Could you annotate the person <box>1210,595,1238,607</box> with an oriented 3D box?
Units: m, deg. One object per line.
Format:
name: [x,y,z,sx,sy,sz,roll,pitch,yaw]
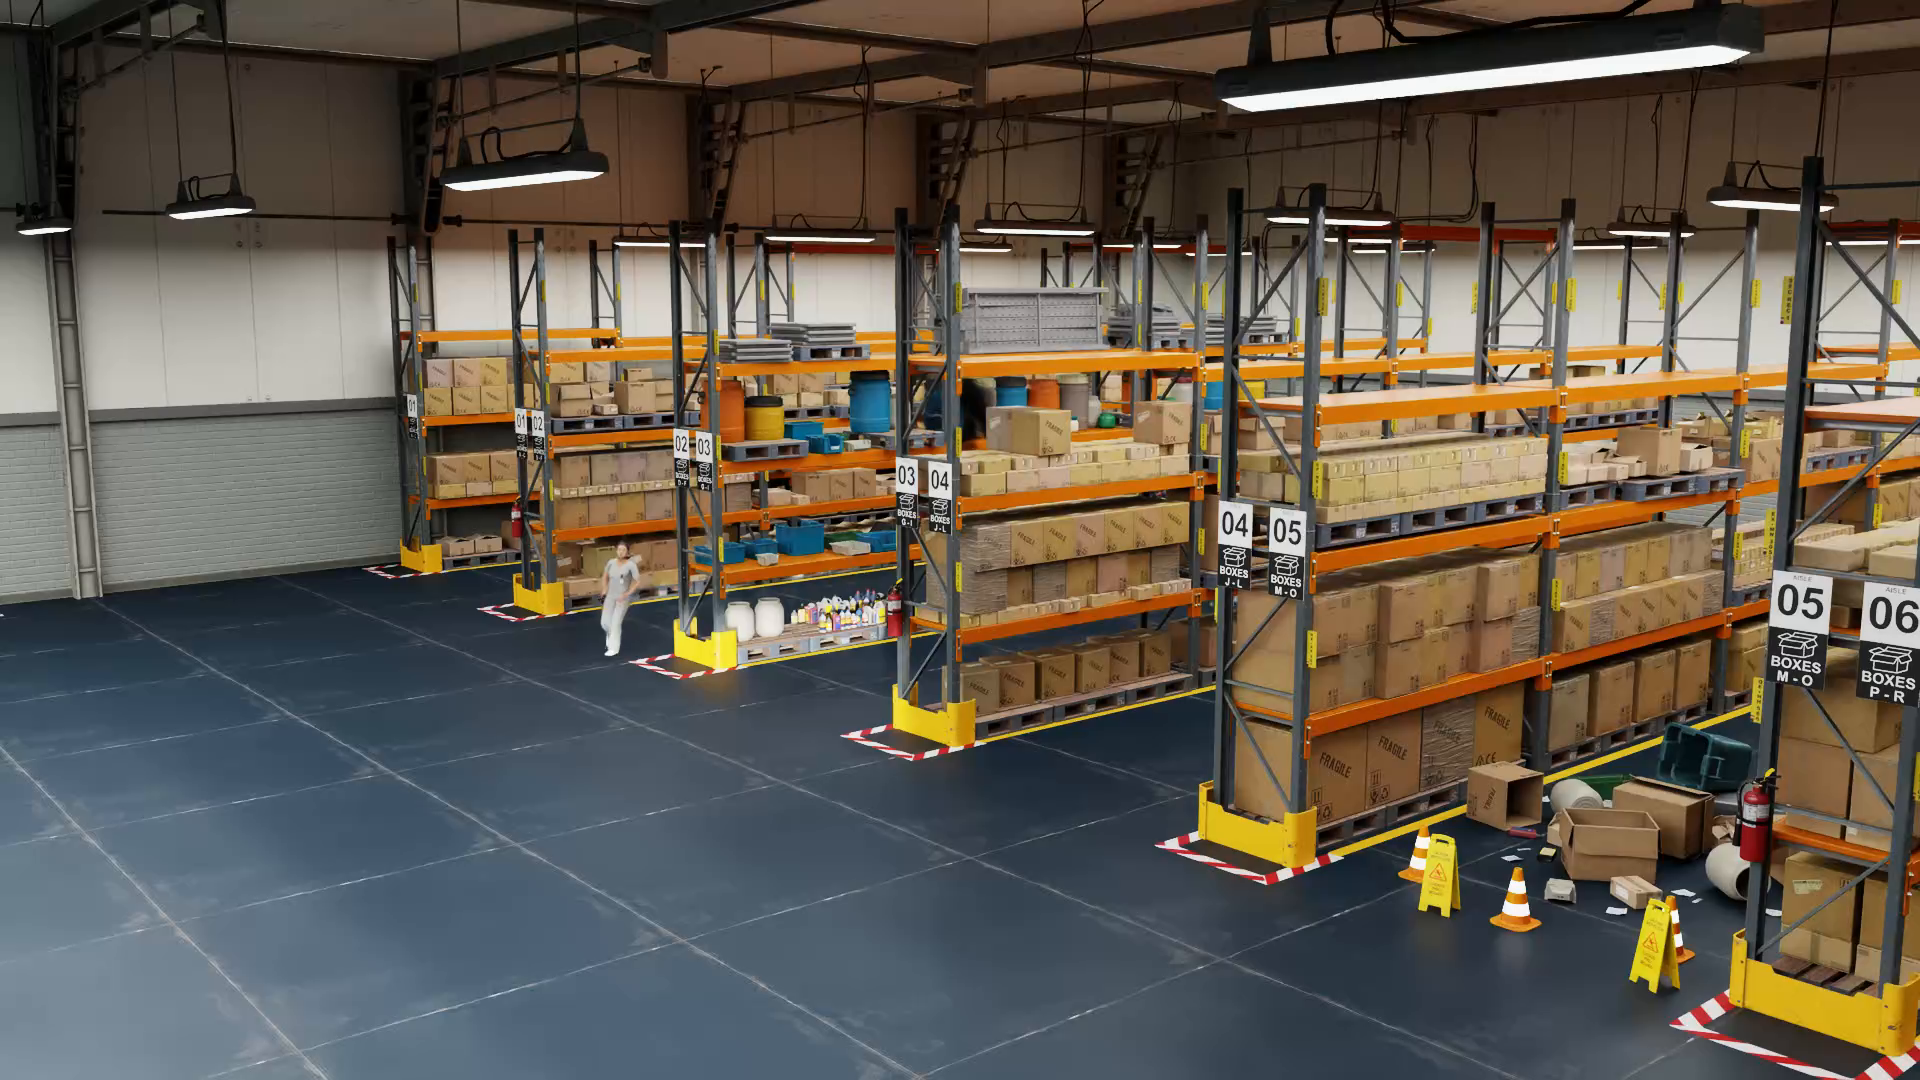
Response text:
person: [4.366,0.197,26.805,0.859,1.825,0.683,-8,12,-43]

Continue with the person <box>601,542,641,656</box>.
person: [-4.733,0.813,23.220,0.597,1.610,0.522,1,9,8]
